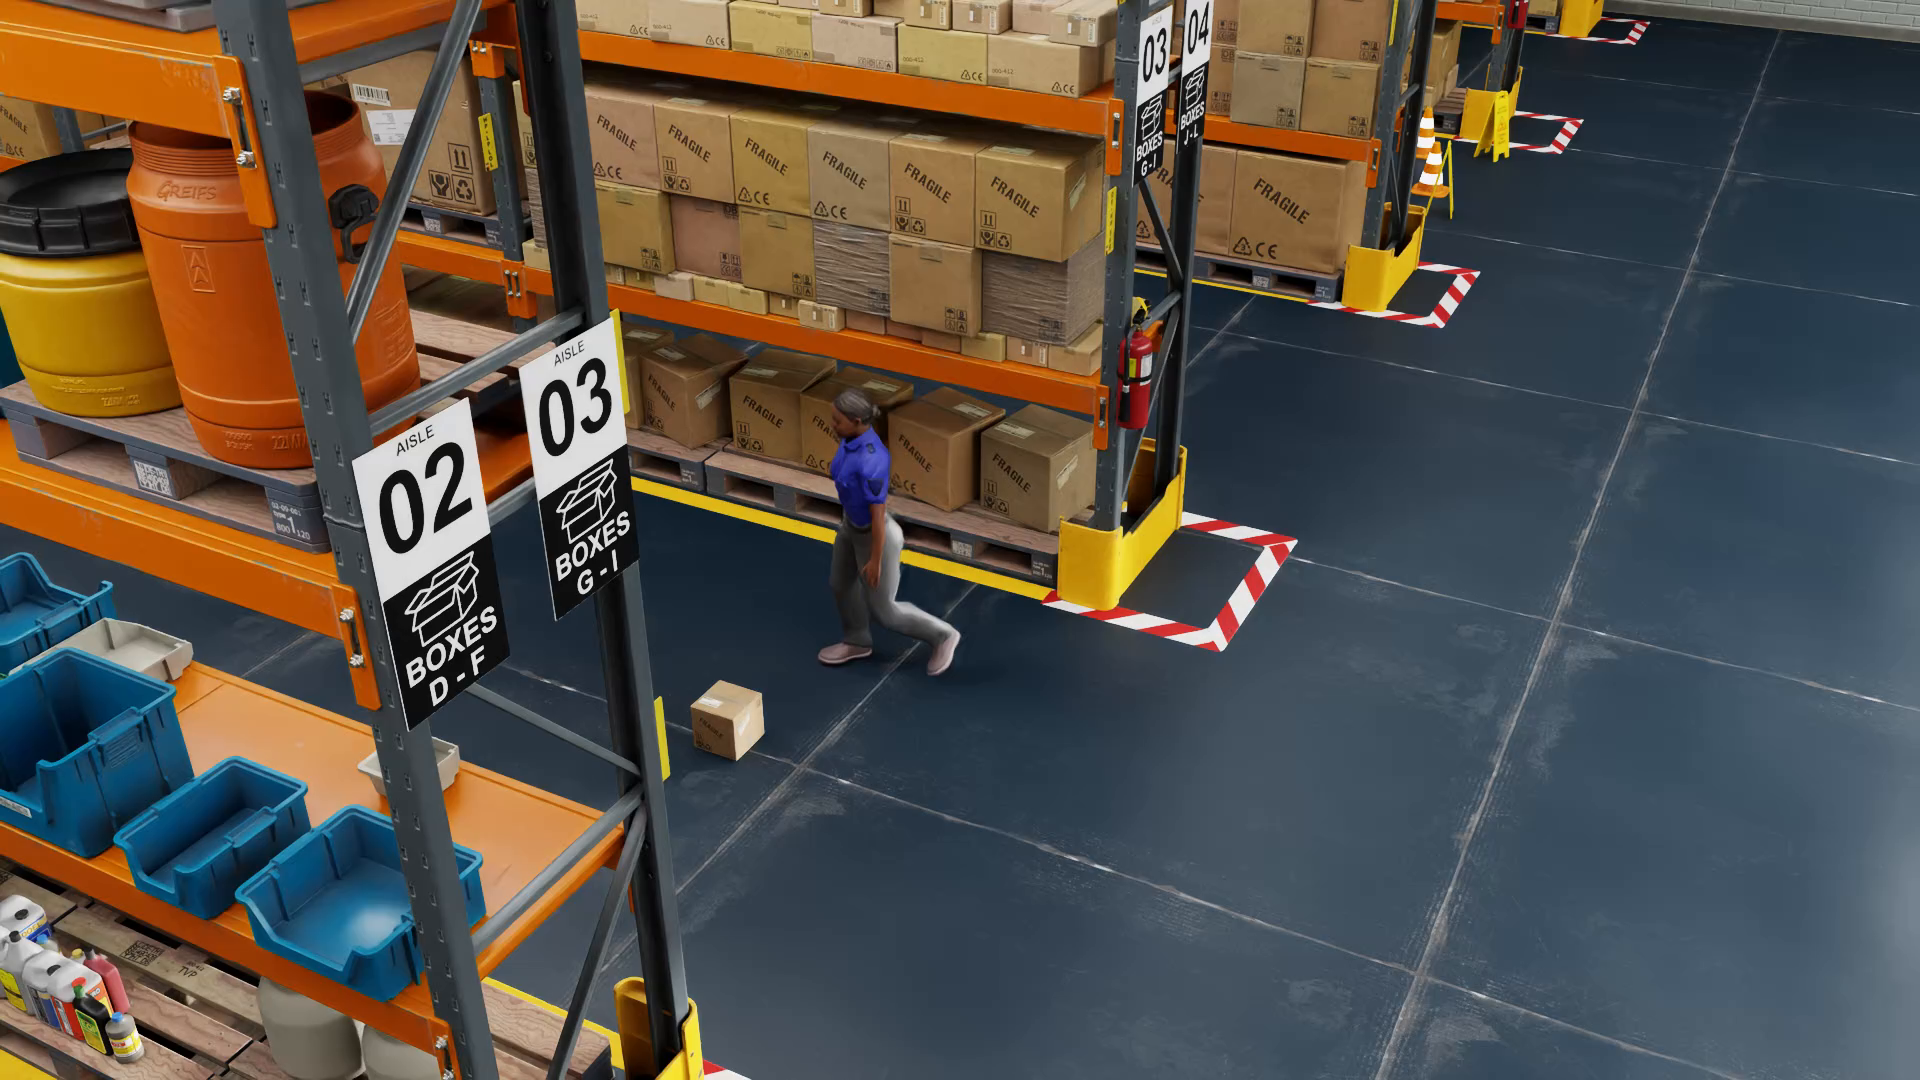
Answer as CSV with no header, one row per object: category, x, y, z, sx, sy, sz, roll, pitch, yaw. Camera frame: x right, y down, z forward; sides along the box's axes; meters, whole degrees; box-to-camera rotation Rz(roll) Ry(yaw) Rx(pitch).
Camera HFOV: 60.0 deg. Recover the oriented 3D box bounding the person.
person,-0.361,-0.034,8.349,0.696,1.627,0.533,-11,32,-18
